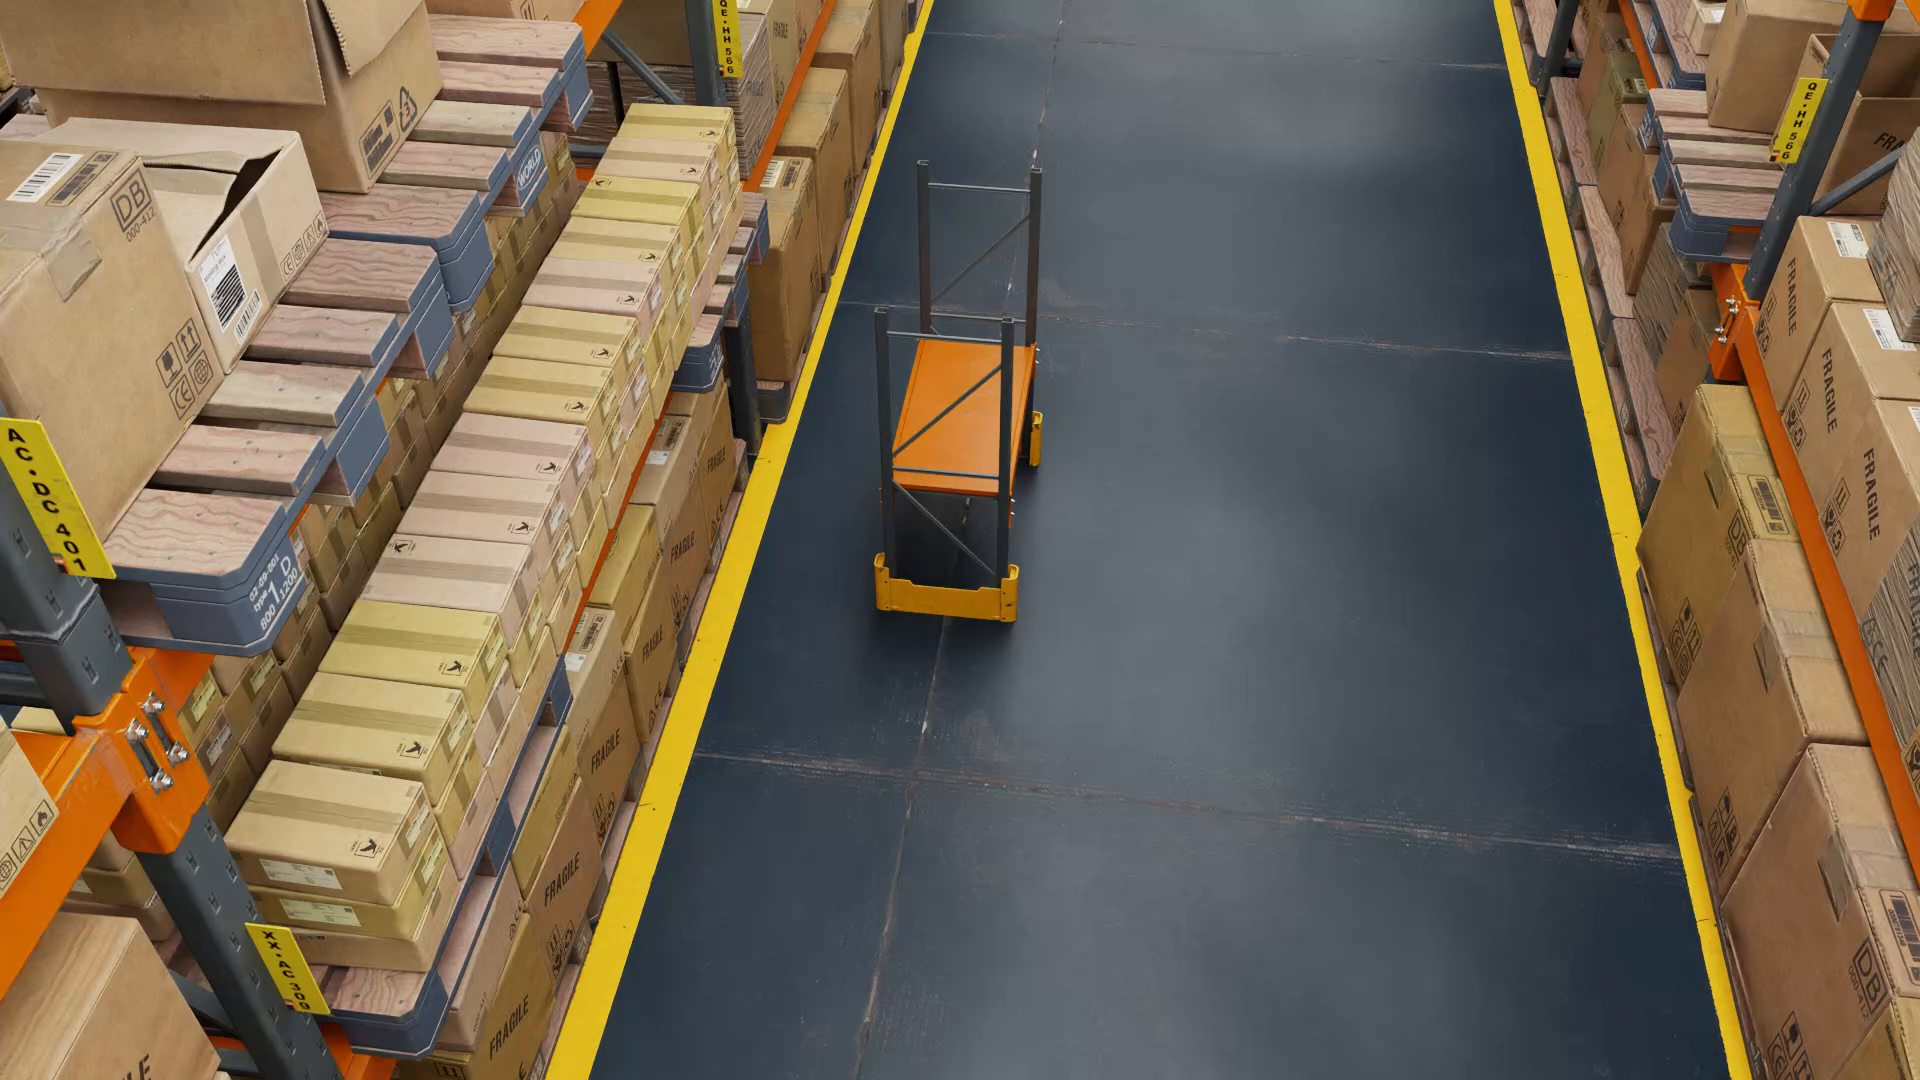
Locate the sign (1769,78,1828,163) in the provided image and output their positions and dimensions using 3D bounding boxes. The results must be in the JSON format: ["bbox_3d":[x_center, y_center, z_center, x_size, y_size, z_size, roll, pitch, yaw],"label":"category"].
[{"bbox_3d":[2.944,-1.469,5.835,0.100,0.325,0.005,5,44,6],"label":"sign"}]

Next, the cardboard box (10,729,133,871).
[{"bbox_3d":[-2.089,0.603,3.876,0.380,0.149,0.250,7,44,7],"label":"cardboard box"}]

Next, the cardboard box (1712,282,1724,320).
[{"bbox_3d":[3.542,-1.018,7.096,0.500,0.250,0.500,7,44,7],"label":"cardboard box"}]

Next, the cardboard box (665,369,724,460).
[{"bbox_3d":[-1.251,-0.581,6.649,0.500,0.250,0.500,4,44,5],"label":"cardboard box"}]

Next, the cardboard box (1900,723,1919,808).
[{"bbox_3d":[2.880,0.618,4.342,0.500,0.500,0.500,5,44,5],"label":"cardboard box"}]

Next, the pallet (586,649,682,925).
[{"bbox_3d":[-1.689,0.820,6.230,1.003,0.211,1.213,5,44,6],"label":"pallet"}]

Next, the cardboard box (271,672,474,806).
[{"bbox_3d":[-1.410,0.477,4.009,0.380,0.149,0.250,6,44,7],"label":"cardboard box"}]

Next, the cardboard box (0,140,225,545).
[{"bbox_3d":[-1.790,-0.354,2.883,0.700,0.500,0.500,5,44,6],"label":"cardboard box"}]

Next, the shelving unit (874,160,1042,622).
[{"bbox_3d":[0.010,-0.597,6.789,0.587,1.500,1.083,5,44,6],"label":"shelving unit"}]

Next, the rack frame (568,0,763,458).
[{"bbox_3d":[-1.420,-1.554,6.710,1.000,3.000,0.127,5,44,6],"label":"rack frame"}]

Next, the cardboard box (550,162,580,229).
[{"bbox_3d":[-1.679,-1.329,6.349,0.380,0.149,0.250,5,44,5],"label":"cardboard box"}]

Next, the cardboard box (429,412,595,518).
[{"bbox_3d":[-1.271,-0.213,4.738,0.380,0.149,0.250,7,44,7],"label":"cardboard box"}]

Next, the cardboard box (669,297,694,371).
[{"bbox_3d":[-1.135,-0.723,5.710,0.380,0.149,0.250,5,44,5],"label":"cardboard box"}]

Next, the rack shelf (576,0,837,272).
[{"bbox_3d":[-1.156,-2.656,8.397,1.077,0.370,4.000,5,44,6],"label":"rack shelf"}]

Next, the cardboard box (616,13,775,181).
[{"bbox_3d":[-1.093,-1.872,6.973,0.500,0.500,0.500,6,44,6],"label":"cardboard box"}]

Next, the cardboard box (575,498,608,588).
[{"bbox_3d":[-1.274,-0.006,4.952,0.380,0.149,0.250,5,44,5],"label":"cardboard box"}]

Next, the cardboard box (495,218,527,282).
[{"bbox_3d":[-1.749,-1.045,5.833,0.380,0.149,0.250,4,44,4],"label":"cardboard box"}]

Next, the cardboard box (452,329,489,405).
[{"bbox_3d":[-1.817,-0.596,5.575,0.380,0.149,0.250,7,44,7],"label":"cardboard box"}]

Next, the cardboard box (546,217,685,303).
[{"bbox_3d":[-1.132,-0.924,5.489,0.380,0.149,0.250,6,44,7],"label":"cardboard box"}]

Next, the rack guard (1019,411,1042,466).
[{"bbox_3d":[0.076,-0.482,7.577,0.587,0.250,0.087,5,44,6],"label":"rack guard"}]

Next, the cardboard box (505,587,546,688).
[{"bbox_3d":[-1.341,0.246,4.469,0.380,0.149,0.250,4,44,4],"label":"cardboard box"}]

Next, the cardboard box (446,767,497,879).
[{"bbox_3d":[-1.410,0.695,4.212,0.380,0.149,0.250,6,44,6],"label":"cardboard box"}]

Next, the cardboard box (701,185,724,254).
[{"bbox_3d":[-1.068,-1.163,5.958,0.380,0.149,0.250,7,44,7],"label":"cardboard box"}]

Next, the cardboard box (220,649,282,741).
[{"bbox_3d":[-2.023,0.365,4.344,0.380,0.149,0.250,7,44,7],"label":"cardboard box"}]

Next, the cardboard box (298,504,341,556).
[{"bbox_3d":[-1.948,-0.102,4.621,0.380,0.149,0.250,4,44,4],"label":"cardboard box"}]

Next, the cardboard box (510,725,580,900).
[{"bbox_3d":[-1.521,0.812,5.178,0.500,0.250,0.500,6,44,7],"label":"cardboard box"}]

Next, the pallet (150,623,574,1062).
[{"bbox_3d":[-1.704,0.734,4.433,1.003,0.211,1.213,5,44,6],"label":"pallet"}]

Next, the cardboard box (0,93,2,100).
[{"bbox_3d":[-6.060,-2.538,9.354,0.950,0.372,0.625,7,44,7],"label":"cardboard box"}]

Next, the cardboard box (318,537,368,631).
[{"bbox_3d":[-1.960,0.114,4.825,0.380,0.149,0.250,4,44,4],"label":"cardboard box"}]

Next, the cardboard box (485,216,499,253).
[{"bbox_3d":[-1.779,-1.003,5.573,0.380,0.149,0.250,4,44,4],"label":"cardboard box"}]

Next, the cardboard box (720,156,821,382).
[{"bbox_3d":[-1.250,-1.297,7.768,1.050,0.750,0.750,5,44,5],"label":"cardboard box"}]

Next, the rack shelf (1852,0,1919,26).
[{"bbox_3d":[3.218,-0.499,3.937,1.077,0.370,4.000,5,44,6],"label":"rack shelf"}]

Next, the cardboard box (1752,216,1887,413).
[{"bbox_3d":[3.149,-0.764,5.803,0.500,0.500,0.500,6,44,7],"label":"cardboard box"}]

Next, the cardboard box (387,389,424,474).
[{"bbox_3d":[-1.884,-0.350,5.099,0.380,0.149,0.250,7,44,7],"label":"cardboard box"}]

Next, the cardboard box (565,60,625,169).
[{"bbox_3d":[-1.627,-1.922,7.025,0.500,0.500,0.500,5,44,6],"label":"cardboard box"}]

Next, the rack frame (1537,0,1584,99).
[{"bbox_3d":[4.012,-3.760,9.040,1.000,3.000,0.127,5,44,6],"label":"rack frame"}]

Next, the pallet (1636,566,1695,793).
[{"bbox_3d":[3.304,0.509,6.559,1.003,0.211,1.213,5,44,6],"label":"pallet"}]

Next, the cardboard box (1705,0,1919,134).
[{"bbox_3d":[3.489,-1.984,6.786,0.700,0.500,0.500,11,45,12],"label":"cardboard box"}]

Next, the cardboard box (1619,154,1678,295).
[{"bbox_3d":[3.680,-1.511,8.162,0.700,0.500,0.500,9,44,9],"label":"cardboard box"}]

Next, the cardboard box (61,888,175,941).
[{"bbox_3d":[-2.093,0.822,4.077,0.380,0.149,0.250,4,44,5],"label":"cardboard box"}]

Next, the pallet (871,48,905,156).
[{"bbox_3d":[-0.919,-2.735,9.985,1.003,0.211,1.213,5,44,6],"label":"pallet"}]

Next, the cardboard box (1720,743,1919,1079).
[{"bbox_3d":[3.136,1.264,4.974,1.225,0.875,0.875,4,44,4],"label":"cardboard box"}]

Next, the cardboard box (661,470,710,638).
[{"bbox_3d":[-1.320,0.027,6.553,0.500,0.500,0.500,7,44,7],"label":"cardboard box"}]

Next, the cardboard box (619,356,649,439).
[{"bbox_3d":[-1.203,-0.466,5.221,0.380,0.149,0.250,6,44,7],"label":"cardboard box"}]

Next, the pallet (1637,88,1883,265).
[{"bbox_3d":[3.472,-1.460,6.750,1.213,0.211,1.003,5,44,6],"label":"pallet"}]

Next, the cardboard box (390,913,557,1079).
[{"bbox_3d":[-1.588,1.448,5.052,0.500,0.500,0.500,7,44,7],"label":"cardboard box"}]
